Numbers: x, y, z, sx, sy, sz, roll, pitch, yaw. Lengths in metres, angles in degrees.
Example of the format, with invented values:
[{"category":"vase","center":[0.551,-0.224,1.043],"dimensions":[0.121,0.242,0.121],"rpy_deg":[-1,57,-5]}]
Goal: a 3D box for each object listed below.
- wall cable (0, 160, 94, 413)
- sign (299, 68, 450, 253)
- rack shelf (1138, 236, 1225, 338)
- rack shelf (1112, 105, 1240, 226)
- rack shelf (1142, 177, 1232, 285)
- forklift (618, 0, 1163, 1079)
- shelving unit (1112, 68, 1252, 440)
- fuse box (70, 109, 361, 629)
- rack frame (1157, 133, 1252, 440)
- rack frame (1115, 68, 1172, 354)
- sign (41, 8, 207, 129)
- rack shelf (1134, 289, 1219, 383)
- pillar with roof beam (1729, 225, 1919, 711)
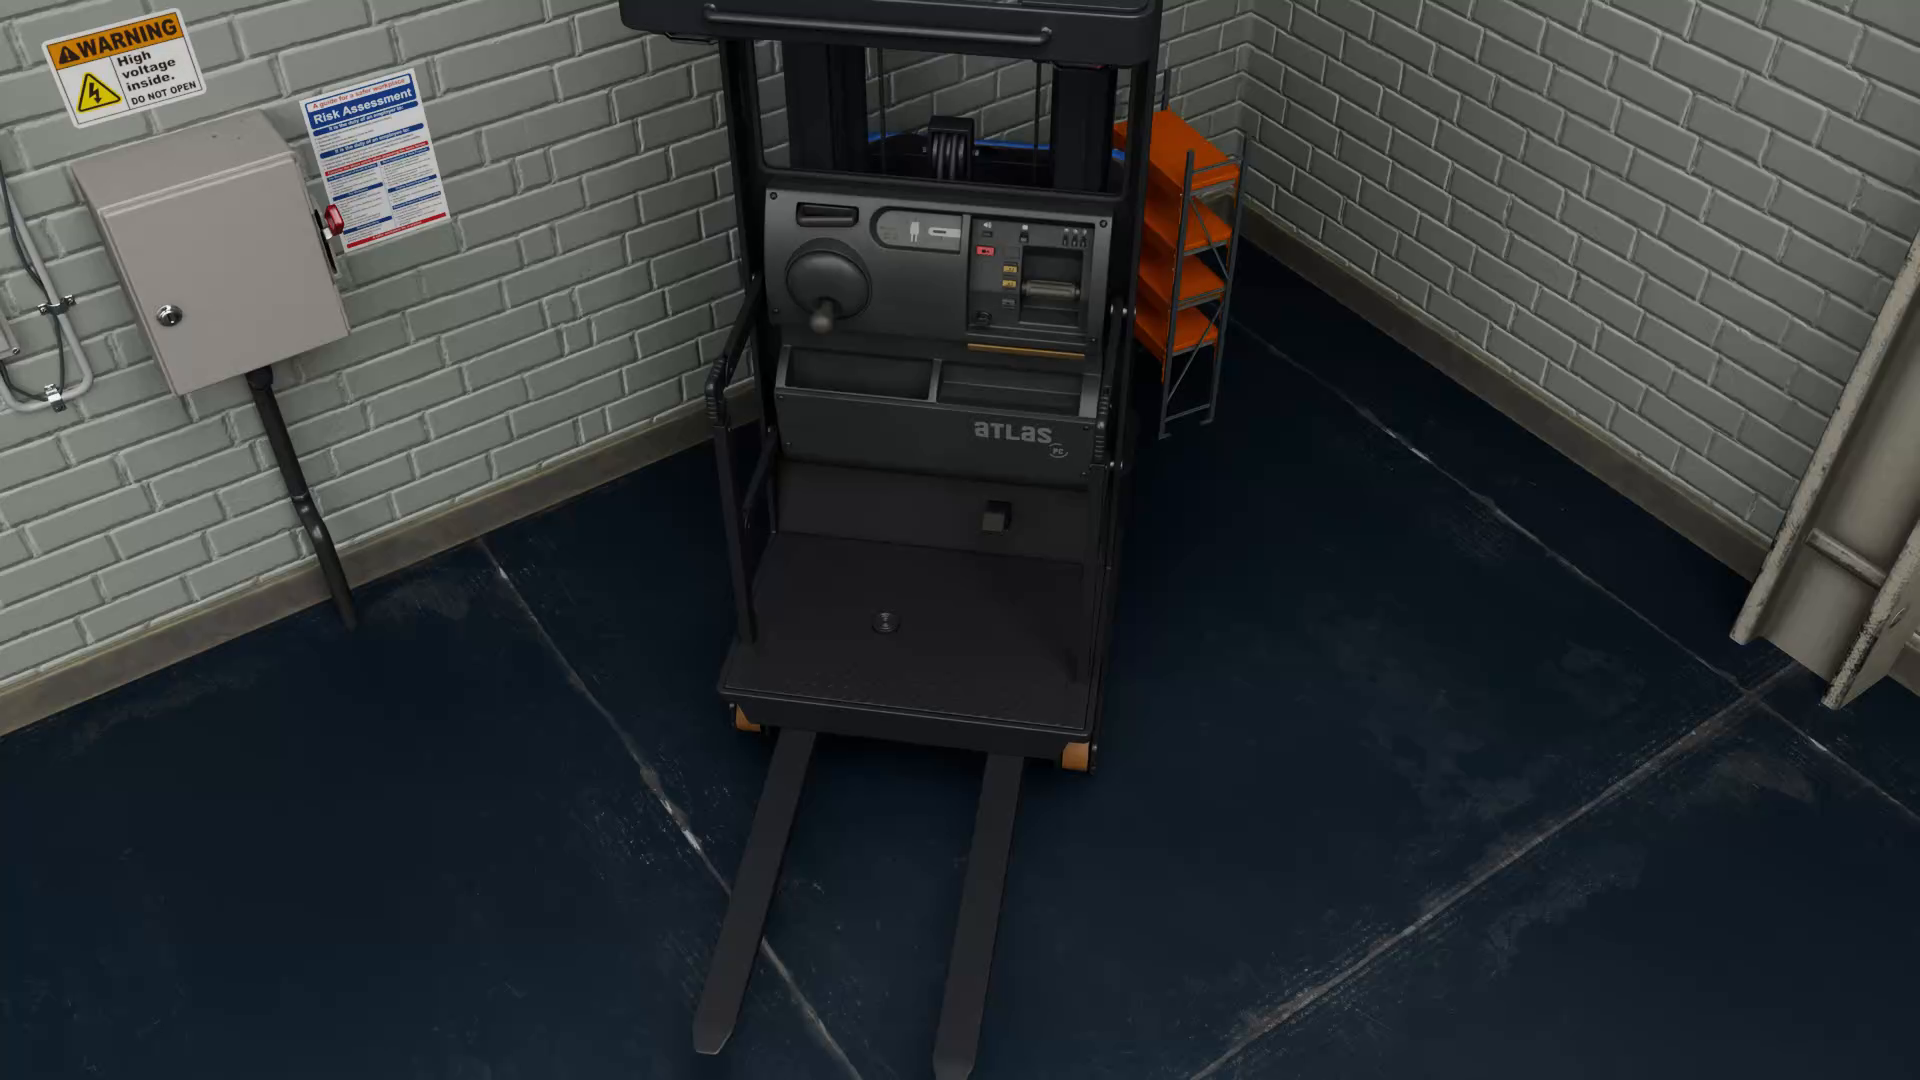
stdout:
[{"category":"wall cable","center":[-2.610,-0.995,3.885],"dimensions":[0.588,1.984,0.122],"rpy_deg":[-26,49,-24]},{"category":"sign","center":[-1.674,-1.086,4.784],"dimensions":[0.329,0.494,0.001],"rpy_deg":[-26,49,-24]},{"category":"rack shelf","center":[0.726,-0.946,5.969],"dimensions":[0.258,0.148,0.480],"rpy_deg":[-19,47,-19]},{"category":"rack shelf","center":[0.726,-1.278,5.651],"dimensions":[0.258,0.148,0.480],"rpy_deg":[-19,47,-19]},{"category":"rack shelf","center":[0.726,-1.107,5.815],"dimensions":[0.258,0.148,0.480],"rpy_deg":[-19,47,-19]},{"category":"forklift","center":[-0.096,-0.634,4.291],"dimensions":[1.130,2.935,3.031],"rpy_deg":[6,44,6]},{"category":"shelving unit","center":[0.726,-0.994,5.923],"dimensions":[0.258,1.200,0.503],"rpy_deg":[-19,47,-19]},{"category":"fuse box","center":[-1.960,-0.342,4.869],"dimensions":[0.539,1.711,0.414],"rpy_deg":[-26,49,-24]},{"category":"rack frame","center":[0.836,-0.844,5.765],"dimensions":[0.240,1.200,0.015],"rpy_deg":[-19,47,-19]},{"category":"rack frame","center":[0.616,-1.144,6.080],"dimensions":[0.240,1.200,0.015],"rpy_deg":[-19,47,-19]},{"category":"sign","center":[-2.124,-1.202,4.239],"dimensions":[0.339,0.242,0.001],"rpy_deg":[-26,49,-24]},{"category":"rack shelf","center":[0.726,-0.802,6.106],"dimensions":[0.258,0.148,0.480],"rpy_deg":[-19,47,-19]},{"category":"pillar with roof beam","center":[-0.787,-1.192,0.482],"dimensions":[9.100,9.000,0.400],"rpy_deg":[-26,49,-24]}]
